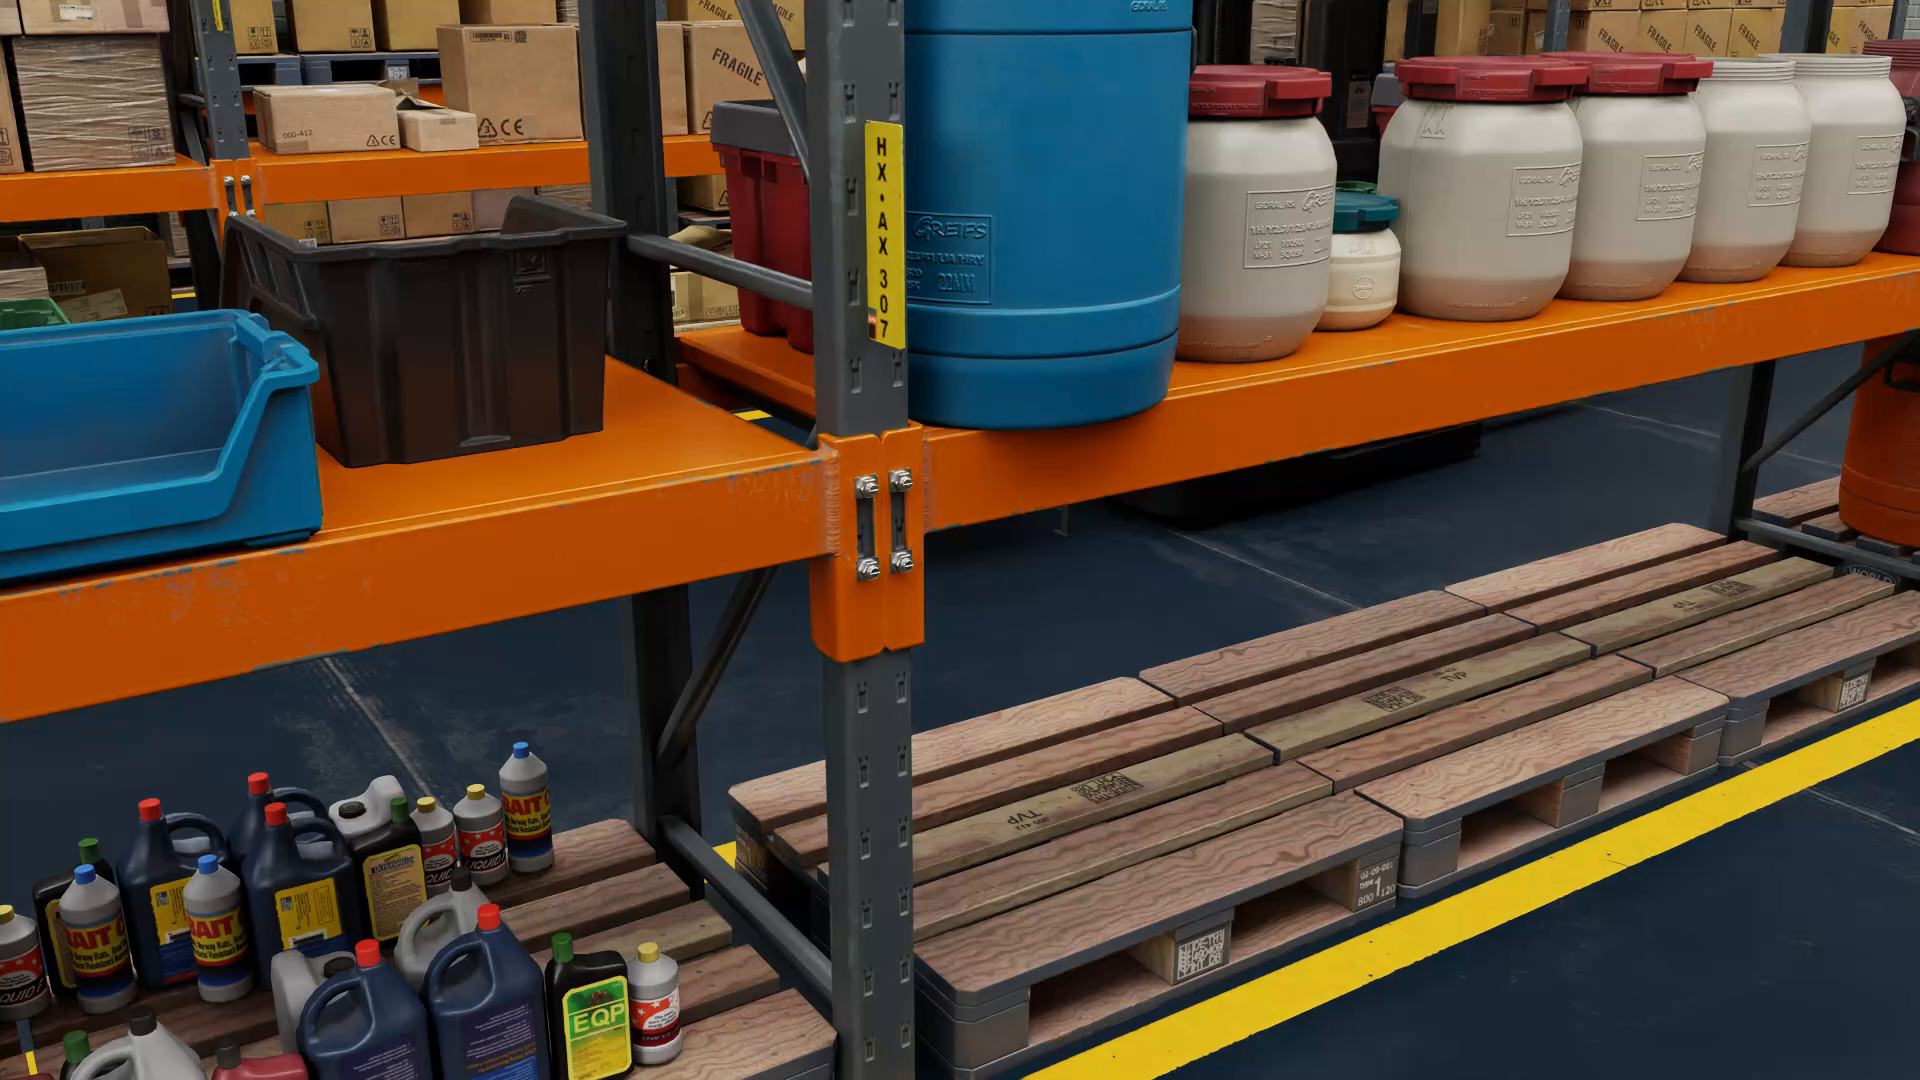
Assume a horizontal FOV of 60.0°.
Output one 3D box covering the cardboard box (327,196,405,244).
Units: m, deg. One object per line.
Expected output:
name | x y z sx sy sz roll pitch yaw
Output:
cardboard box | -4.395 -2.460 12.055 0.500 0.500 0.700 -12 22 -31

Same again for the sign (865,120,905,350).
sign | -0.111 -0.451 2.462 0.005 0.325 0.100 -12 22 -31

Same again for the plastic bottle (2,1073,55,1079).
plastic bottle | -1.411 0.890 2.482 0.133 0.283 0.061 -12 22 -31

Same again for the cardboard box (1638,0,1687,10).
cardboard box | 4.535 -3.823 11.152 0.500 0.500 0.500 -13 22 -33

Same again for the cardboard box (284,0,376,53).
cardboard box | -4.406 -3.676 11.590 0.500 0.500 0.700 -9 21 -24

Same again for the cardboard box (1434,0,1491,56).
cardboard box | 3.037 -3.426 10.883 0.700 0.500 0.500 14 23 35

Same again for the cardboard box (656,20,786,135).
cardboard box | -1.177 -2.246 8.049 0.500 0.500 0.500 -13 23 -34

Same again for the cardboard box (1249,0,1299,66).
cardboard box | 1.548 -2.996 9.611 0.500 0.500 0.700 -8 20 -21

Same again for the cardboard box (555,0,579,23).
cardboard box | -2.899 -3.993 12.530 0.500 0.500 0.700 -15 24 -38

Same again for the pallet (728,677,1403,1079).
pallet | 0.230 0.704 3.833 1.213 0.211 1.003 -12 22 -31

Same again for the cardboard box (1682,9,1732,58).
cardboard box | 4.976 -3.446 11.598 0.500 0.500 0.500 -12 22 -32

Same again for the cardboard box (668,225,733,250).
cardboard box | -1.245 -1.463 8.651 0.500 0.311 0.500 -13 22 -33

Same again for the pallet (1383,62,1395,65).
pallet | 2.829 -3.001 10.737 1.213 0.211 1.003 -12 22 -31

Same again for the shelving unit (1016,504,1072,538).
shelving unit | -0.006 -0.709 6.001 0.755 1.500 0.431 -12 22 -31

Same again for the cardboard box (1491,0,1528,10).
cardboard box | 3.836 -3.883 11.328 0.500 0.500 0.500 -12 22 -31

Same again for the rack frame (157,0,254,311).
rack frame | -3.125 -1.794 6.868 0.127 3.000 1.000 -12 22 -31

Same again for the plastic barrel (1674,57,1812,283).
plastic barrel | 1.843 -0.914 4.089 0.421 0.512 0.421 0 19 0

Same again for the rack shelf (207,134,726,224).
rack shelf | -1.455 -1.806 8.025 4.000 0.370 1.077 -12 22 -31

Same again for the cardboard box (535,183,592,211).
cardboard box | -3.085 -2.706 12.783 0.500 0.500 0.700 -12 22 -31

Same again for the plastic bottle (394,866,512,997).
plastic bottle | -0.863 0.730 2.851 0.185 0.351 0.144 -12 22 -31

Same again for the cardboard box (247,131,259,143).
cardboard box | -4.882 -2.711 11.624 0.500 0.250 0.500 -12 22 -33

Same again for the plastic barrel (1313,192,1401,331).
plastic barrel | 0.785 -0.595 3.537 0.301 0.262 0.301 0 19 0

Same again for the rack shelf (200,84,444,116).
rack shelf | -4.183 -3.130 11.943 4.000 0.370 1.077 -12 22 -31

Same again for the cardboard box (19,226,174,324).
cardboard box | -3.685 -1.048 7.127 0.500 0.500 0.500 -12 22 -31

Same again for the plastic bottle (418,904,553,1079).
plastic bottle | -0.784 0.768 2.737 0.185 0.351 0.144 -13 22 -33

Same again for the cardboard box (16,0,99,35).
cardboard box | -3.442 -2.001 6.310 0.250 0.149 0.380 -12 22 -33

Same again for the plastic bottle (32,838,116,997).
plastic bottle | -1.625 0.692 3.068 0.133 0.283 0.061 -11 21 -29

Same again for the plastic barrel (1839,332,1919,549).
plastic barrel | 3.336 -0.435 5.580 0.708 0.830 0.600 -12 22 -31

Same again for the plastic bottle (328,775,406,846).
plastic bottle | -1.167 0.617 3.303 0.135 0.276 0.152 -11 22 -29

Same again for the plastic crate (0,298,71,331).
plastic crate | -1.693 -0.205 2.497 0.662 0.188 0.450 -12 22 -31

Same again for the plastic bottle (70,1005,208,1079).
plastic bottle | -1.214 0.859 2.469 0.185 0.351 0.144 -12 22 -32

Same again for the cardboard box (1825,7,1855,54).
cardboard box | 6.241 -3.711 12.382 0.500 0.500 0.500 -12 22 -31

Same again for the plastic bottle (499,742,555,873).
plastic bottle | -0.912 0.554 3.494 0.097 0.271 0.097 0 19 0

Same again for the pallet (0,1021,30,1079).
pallet | -2.008 1.176 2.437 1.213 0.211 1.003 -12 22 -31

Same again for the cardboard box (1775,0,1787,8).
cardboard box | 5.824 -4.095 11.957 0.500 0.500 0.500 -11 22 -30

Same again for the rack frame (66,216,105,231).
rack frame | -5.853 -3.118 10.785 0.127 3.000 1.000 -12 22 -31

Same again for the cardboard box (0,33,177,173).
cardboard box | -3.493 -1.762 6.616 0.500 0.500 0.700 -13 22 -33

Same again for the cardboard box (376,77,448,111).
cardboard box | -2.492 -1.934 7.493 0.258 0.266 0.396 -13 22 -33

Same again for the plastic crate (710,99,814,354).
plastic crate | -0.168 -0.666 3.431 0.583 0.464 0.402 -12 22 -31

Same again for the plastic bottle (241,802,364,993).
plastic bottle | -1.227 0.648 3.094 0.185 0.351 0.144 -12 22 -31

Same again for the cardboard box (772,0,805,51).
cardboard box | -1.523 -4.128 13.119 0.500 0.500 0.500 -11 22 -30

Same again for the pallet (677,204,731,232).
pallet | -1.812 -2.621 13.667 1.213 0.211 1.003 -12 22 -31

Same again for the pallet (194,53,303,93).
pallet | -5.135 -3.123 11.099 1.213 0.211 1.003 -12 22 -31

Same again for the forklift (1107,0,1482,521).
forklift | 1.668 -1.826 7.069 3.031 2.935 1.130 -14 23 -36
